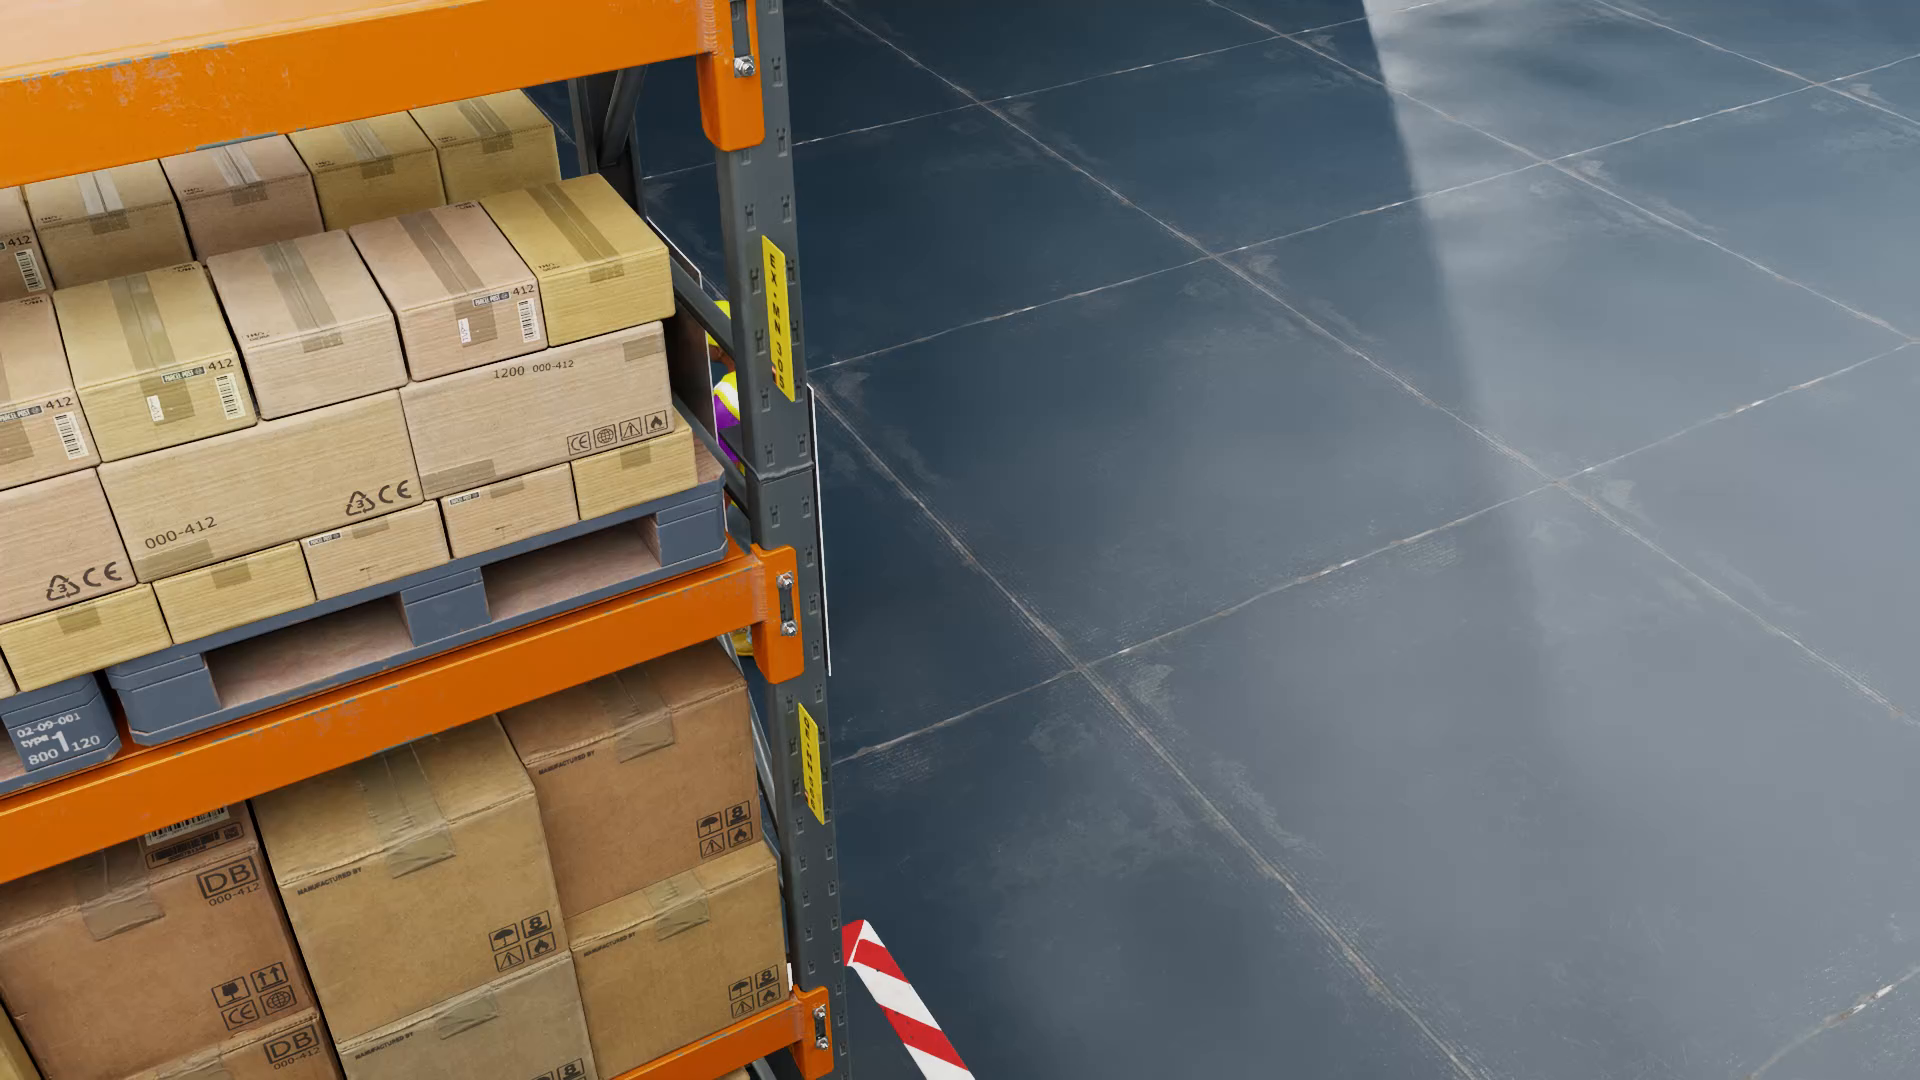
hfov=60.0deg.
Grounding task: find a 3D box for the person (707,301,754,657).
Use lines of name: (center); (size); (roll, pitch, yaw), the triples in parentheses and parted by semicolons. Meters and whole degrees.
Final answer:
person: (-0.894, -0.253, 7.254); (0.462, 1.760, 0.635); (18, 40, 23)
